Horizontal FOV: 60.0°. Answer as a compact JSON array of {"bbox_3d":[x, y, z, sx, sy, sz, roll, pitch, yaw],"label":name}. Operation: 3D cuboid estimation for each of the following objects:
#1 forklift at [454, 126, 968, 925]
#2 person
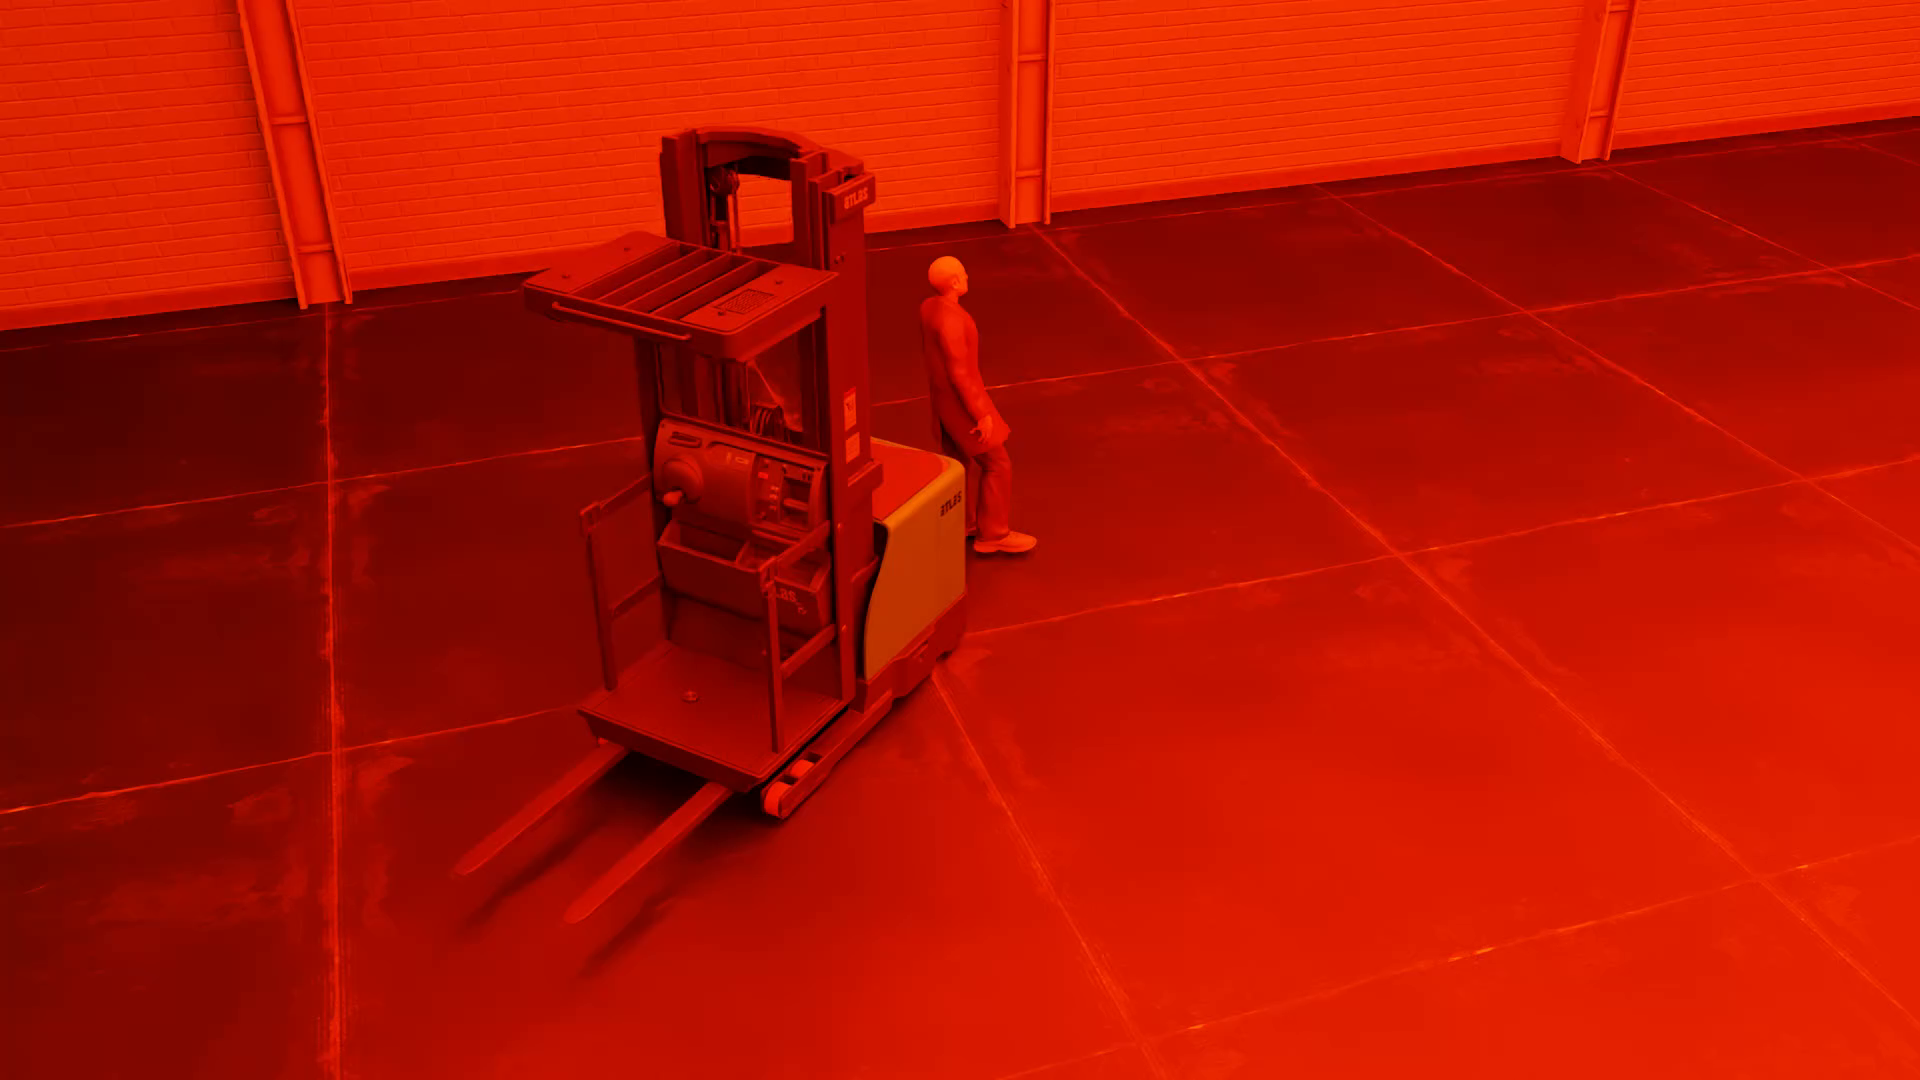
[{"bbox_3d":[-1.128,-0.233,7.492,1.130,2.935,3.031,16,34,26],"label":"forklift"},{"bbox_3d":[0.089,-0.790,9.602,0.580,1.777,0.698,-10,31,-16],"label":"person"}]
